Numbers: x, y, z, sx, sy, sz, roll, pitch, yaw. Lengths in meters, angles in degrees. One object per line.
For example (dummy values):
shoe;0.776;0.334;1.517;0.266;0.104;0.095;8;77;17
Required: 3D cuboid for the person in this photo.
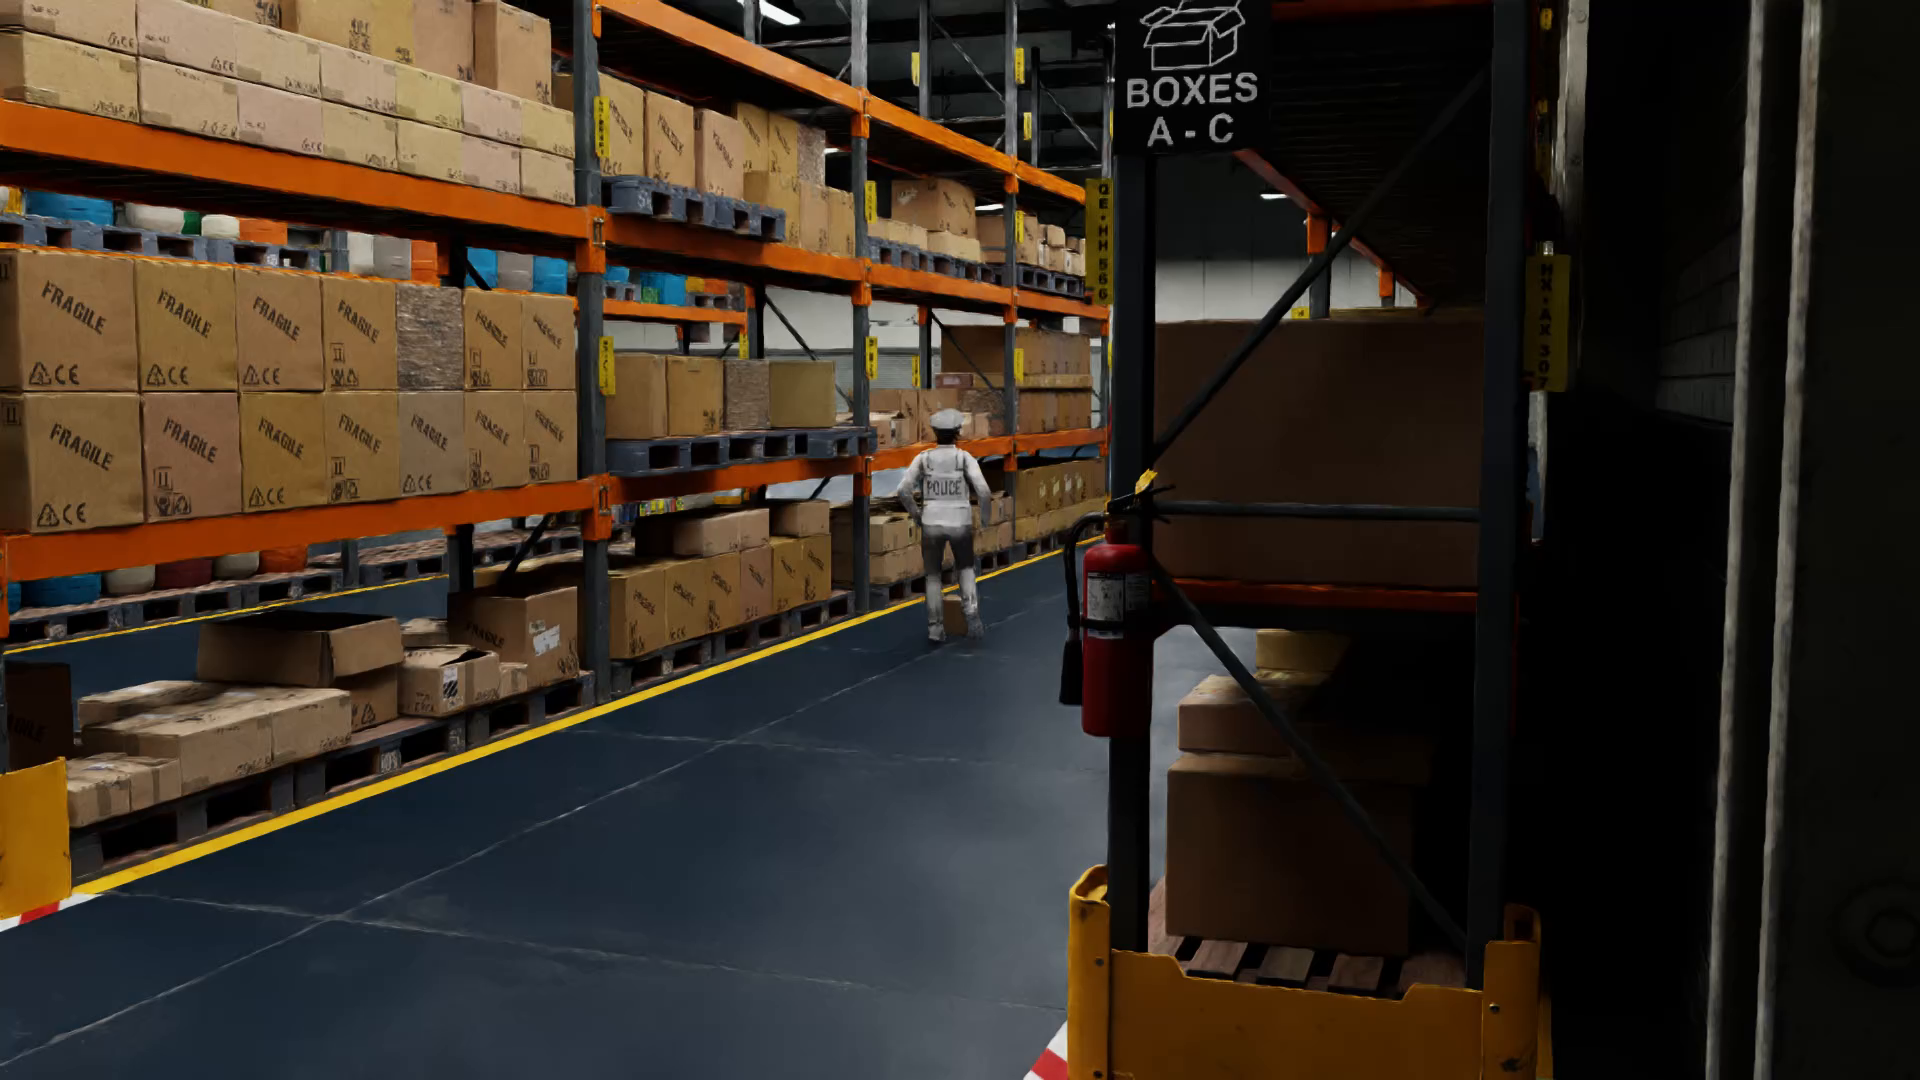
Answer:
person;-0.110;-0.103;11.805;0.675;1.657;0.467;0;5;1
